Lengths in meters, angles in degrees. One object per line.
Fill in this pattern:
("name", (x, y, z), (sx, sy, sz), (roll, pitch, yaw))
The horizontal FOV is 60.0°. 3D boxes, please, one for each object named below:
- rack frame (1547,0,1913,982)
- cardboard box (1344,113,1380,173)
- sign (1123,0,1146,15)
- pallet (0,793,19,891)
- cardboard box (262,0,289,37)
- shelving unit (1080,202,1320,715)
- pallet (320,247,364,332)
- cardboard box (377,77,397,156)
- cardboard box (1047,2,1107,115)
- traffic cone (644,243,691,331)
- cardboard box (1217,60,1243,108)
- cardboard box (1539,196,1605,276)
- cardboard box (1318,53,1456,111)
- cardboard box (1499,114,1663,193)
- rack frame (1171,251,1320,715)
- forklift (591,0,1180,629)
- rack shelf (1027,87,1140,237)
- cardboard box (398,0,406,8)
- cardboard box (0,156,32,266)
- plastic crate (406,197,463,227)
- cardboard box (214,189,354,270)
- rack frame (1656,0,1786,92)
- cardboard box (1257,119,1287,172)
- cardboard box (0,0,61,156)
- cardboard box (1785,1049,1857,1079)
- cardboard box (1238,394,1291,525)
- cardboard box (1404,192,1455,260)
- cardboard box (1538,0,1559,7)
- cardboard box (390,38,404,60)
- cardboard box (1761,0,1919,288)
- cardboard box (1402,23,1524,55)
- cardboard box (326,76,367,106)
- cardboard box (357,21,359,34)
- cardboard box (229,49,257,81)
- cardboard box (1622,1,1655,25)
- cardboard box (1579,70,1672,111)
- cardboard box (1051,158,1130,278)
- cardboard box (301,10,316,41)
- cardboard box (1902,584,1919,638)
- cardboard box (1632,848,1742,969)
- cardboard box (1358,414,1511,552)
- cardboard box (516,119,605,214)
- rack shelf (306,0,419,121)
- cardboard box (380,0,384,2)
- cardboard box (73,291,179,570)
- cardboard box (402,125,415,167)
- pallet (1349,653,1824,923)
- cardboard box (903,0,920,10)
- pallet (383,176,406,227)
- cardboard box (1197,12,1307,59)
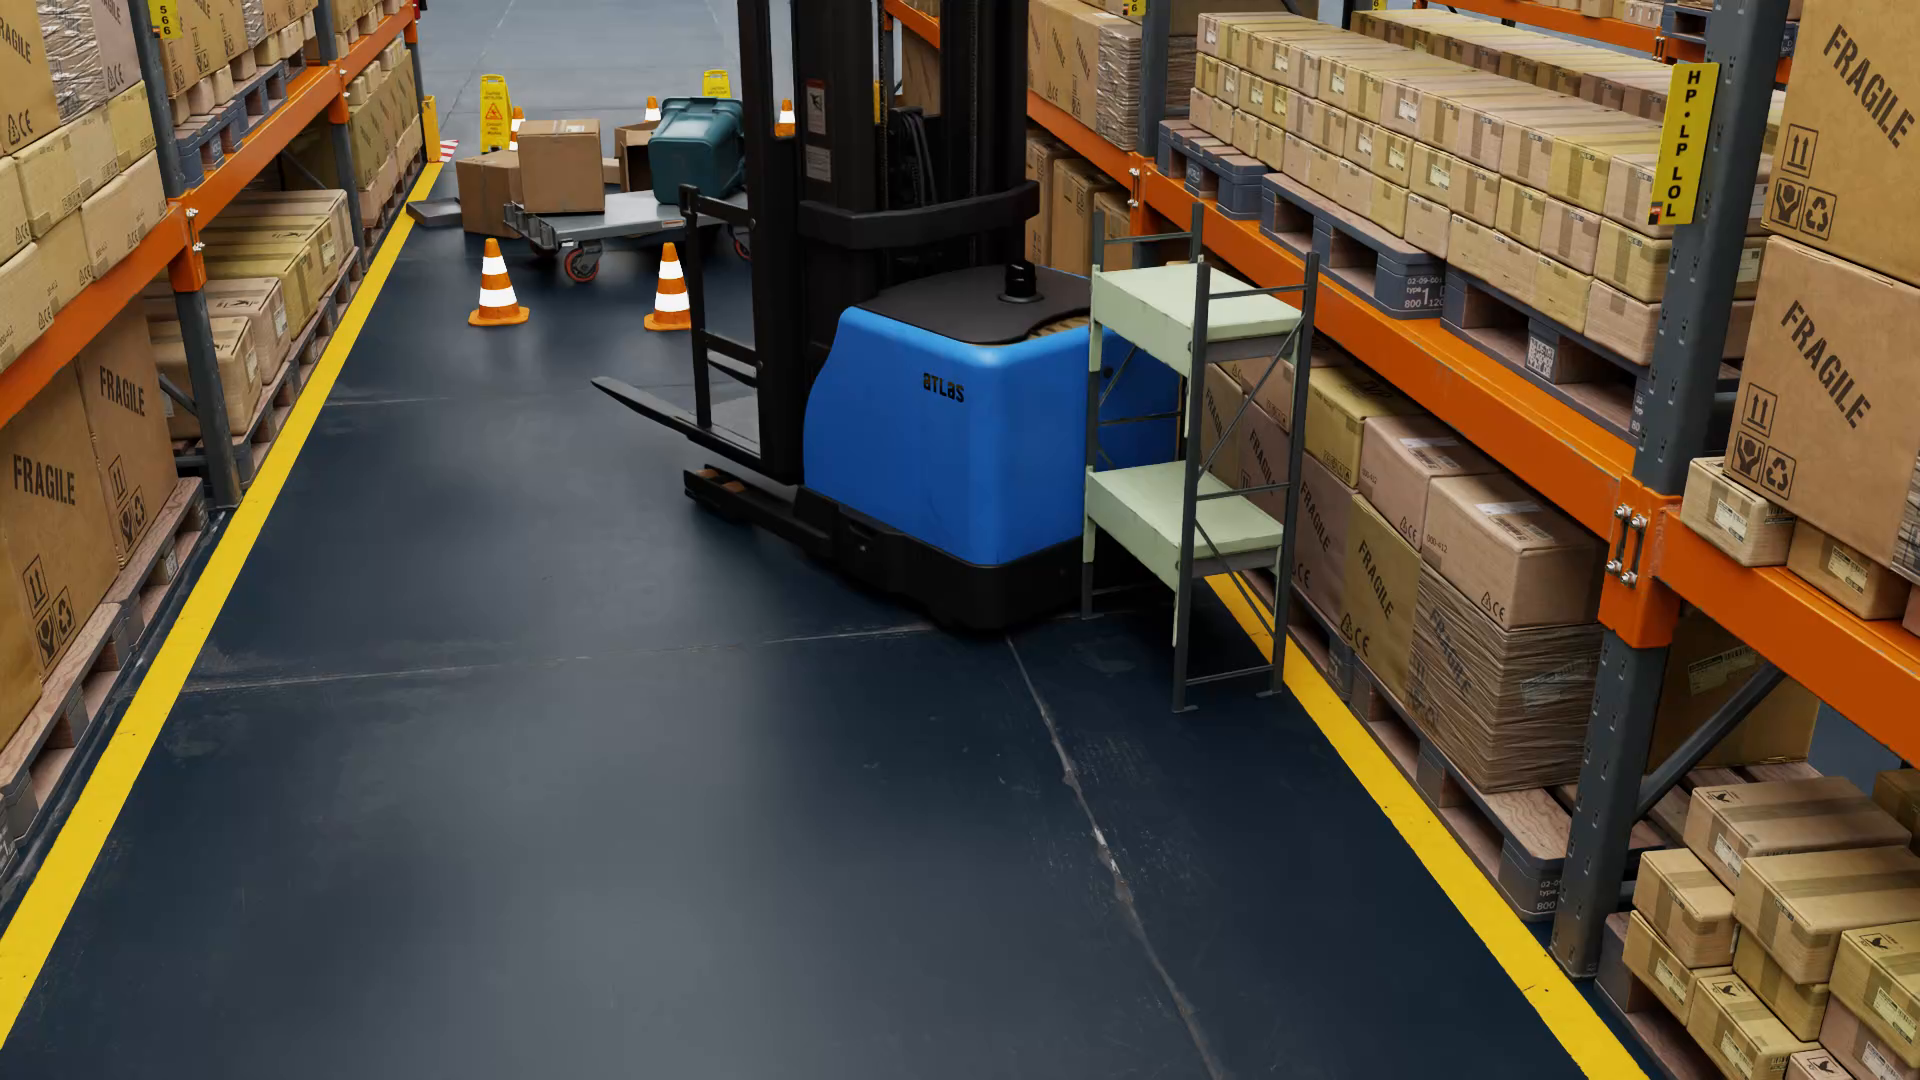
("rack frame", (2.025, -0.320, 3.736), (1.000, 3.000, 0.127), (-4, 24, -10))
("cardboard box", (1.471, -1.290, 5.374), (0.380, 0.149, 0.250), (-3, 24, -8))
("sign", (0.740, -2.382, 7.009), (0.100, 0.325, 0.005), (-4, 24, -10))
("pallet", (-3.038, 1.066, 4.046), (1.003, 0.211, 1.213), (-4, 24, -10))
("cardboard box", (-3.807, -2.872, 8.558), (0.500, 0.500, 0.500), (-3, 24, -8))
("shelving unit", (0.758, -0.285, 5.528), (0.431, 1.500, 0.755), (-8, 25, -19))
("pallet", (-4.155, -1.477, 9.868), (1.003, 0.211, 1.213), (-4, 24, -10))
("cardboard box", (-4.349, -3.003, 11.851), (0.500, 0.500, 0.500), (-3, 24, -7))
("cardboard box", (0.755, -2.490, 8.578), (0.500, 0.500, 0.500), (-5, 24, -11))
("traffic cone", (-1.659, -1.474, 9.547), (0.336, 0.463, 0.334), (-4, 24, -10))
("cardboard box", (1.230, -1.796, 6.532), (0.380, 0.149, 0.250), (-3, 24, -7))
("cardboard box", (1.707, -0.779, 4.204), (0.380, 0.149, 0.250), (-4, 24, -9))
("cardboard box", (1.425, -1.531, 5.553), (0.380, 0.149, 0.250), (-4, 24, -8))
("cardboard box", (1.662, -1.021, 4.386), (0.380, 0.149, 0.250), (-5, 24, -11))
("rack frame", (0.885, -0.147, 5.214), (0.400, 1.500, 0.023), (-8, 25, -19))
("forklift", (-0.519, -1.539, 6.612), (1.130, 2.935, 3.031), (-19, 30, -37))
("rack shelf", (0.915, -2.351, 9.283), (1.077, 0.370, 4.000), (-4, 24, -10))
("cardboard box", (-4.605, -4.296, 13.154), (0.380, 0.149, 0.250), (-5, 24, -10))
("cardboard box", (-2.912, -0.871, 4.559), (0.500, 0.250, 0.500), (-5, 24, -11))
("plastic crate", (-3.785, -2.401, 12.148), (0.402, 0.080, 0.583), (-13, 27, -28))
("cardboard box", (-4.201, -1.843, 9.981), (0.950, 0.372, 0.625), (-4, 24, -9))
("rack frame", (5.439, -3.794, 11.690), (1.000, 3.000, 0.127), (-4, 24, -10))
("cardboard box", (1.321, -1.462, 6.140), (0.380, 0.149, 0.250), (-3, 24, -7))
("cardboard box", (-3.020, -1.411, 4.858), (0.500, 0.500, 0.500), (-4, 24, -10))
("cardboard box", (1.923, 1.159, 3.385), (0.380, 0.149, 0.250), (-4, 24, -10))
("cardboard box", (1.361, -0.244, 6.160), (0.500, 0.500, 0.500), (-5, 24, -11))
("cardboard box", (1.561, -0.947, 4.960), (0.380, 0.149, 0.250), (-5, 24, -12))
("cardboard box", (4.847, -4.333, 13.238), (0.380, 0.149, 0.250), (-4, 24, -10))
("cardboard box", (-4.502, -3.772, 12.803), (0.380, 0.149, 0.250), (-4, 24, -8))
("cardboard box", (1.869, -0.765, 3.008), (0.500, 0.500, 0.500), (-4, 24, -8))
("cardboard box", (1.919, -1.883, 6.359), (0.380, 0.149, 0.250), (-4, 24, -8))
("cardboard box", (-4.108, -2.940, 10.897), (0.380, 0.149, 0.250), (-4, 24, -9))
("cardboard box", (-4.312, -3.494, 11.315), (0.380, 0.149, 0.250), (-4, 24, -10))
("cardboard box", (-3.689, -2.346, 8.162), (0.380, 0.149, 0.250), (-4, 24, -8))
("cardboard box", (5.073, -3.841, 12.111), (0.380, 0.149, 0.250), (-4, 24, -10))
("cardboard box", (2.164, -1.368, 5.180), (0.380, 0.149, 0.250), (-3, 24, -8))
("cardboard box", (1.096, -1.645, 9.055), (1.050, 0.750, 0.750), (-4, 24, -9))
("cardboard box", (-3.934, -2.956, 9.560), (0.380, 0.149, 0.250), (-4, 24, -9))
("cardboard box", (1.977, 0.128, 3.024), (0.380, 0.149, 0.250), (-5, 24, -12))
("cardboard box", (1.777, 0.824, 3.782), (0.380, 0.149, 0.250), (-3, 24, -7))
("cardboard box", (1.557, -0.188, 5.095), (0.500, 0.250, 0.500), (-3, 24, -7))
("cardboard box", (-2.557, -2.406, 10.688), (0.500, 0.500, 0.500), (-4, 24, -10))
("rack shelf", (-4.670, -3.518, 11.956), (1.077, 0.370, 4.000), (-4, 24, -10))
("cardboard box", (-4.492, -4.229, 12.189), (0.500, 0.500, 0.500), (-4, 24, -10))
("cardboard box", (-3.515, -0.429, 6.113), (0.875, 0.875, 0.875), (-5, 24, -10))
("cardboard box", (-4.538, -3.064, 12.929), (0.500, 0.250, 0.500), (-4, 24, -10))
("pallet", (1.879, 0.651, 4.995), (1.003, 0.211, 1.213), (-4, 24, -10))
("cardboard box", (0.022, -4.522, 13.169), (0.875, 0.550, 0.550), (-4, 24, -10))
("pallet", (-4.688, -2.525, 12.269), (1.003, 0.211, 1.213), (-4, 24, -10))
("cardboard box", (1.181, -2.046, 6.732), (0.380, 0.149, 0.250), (-4, 24, -10))
